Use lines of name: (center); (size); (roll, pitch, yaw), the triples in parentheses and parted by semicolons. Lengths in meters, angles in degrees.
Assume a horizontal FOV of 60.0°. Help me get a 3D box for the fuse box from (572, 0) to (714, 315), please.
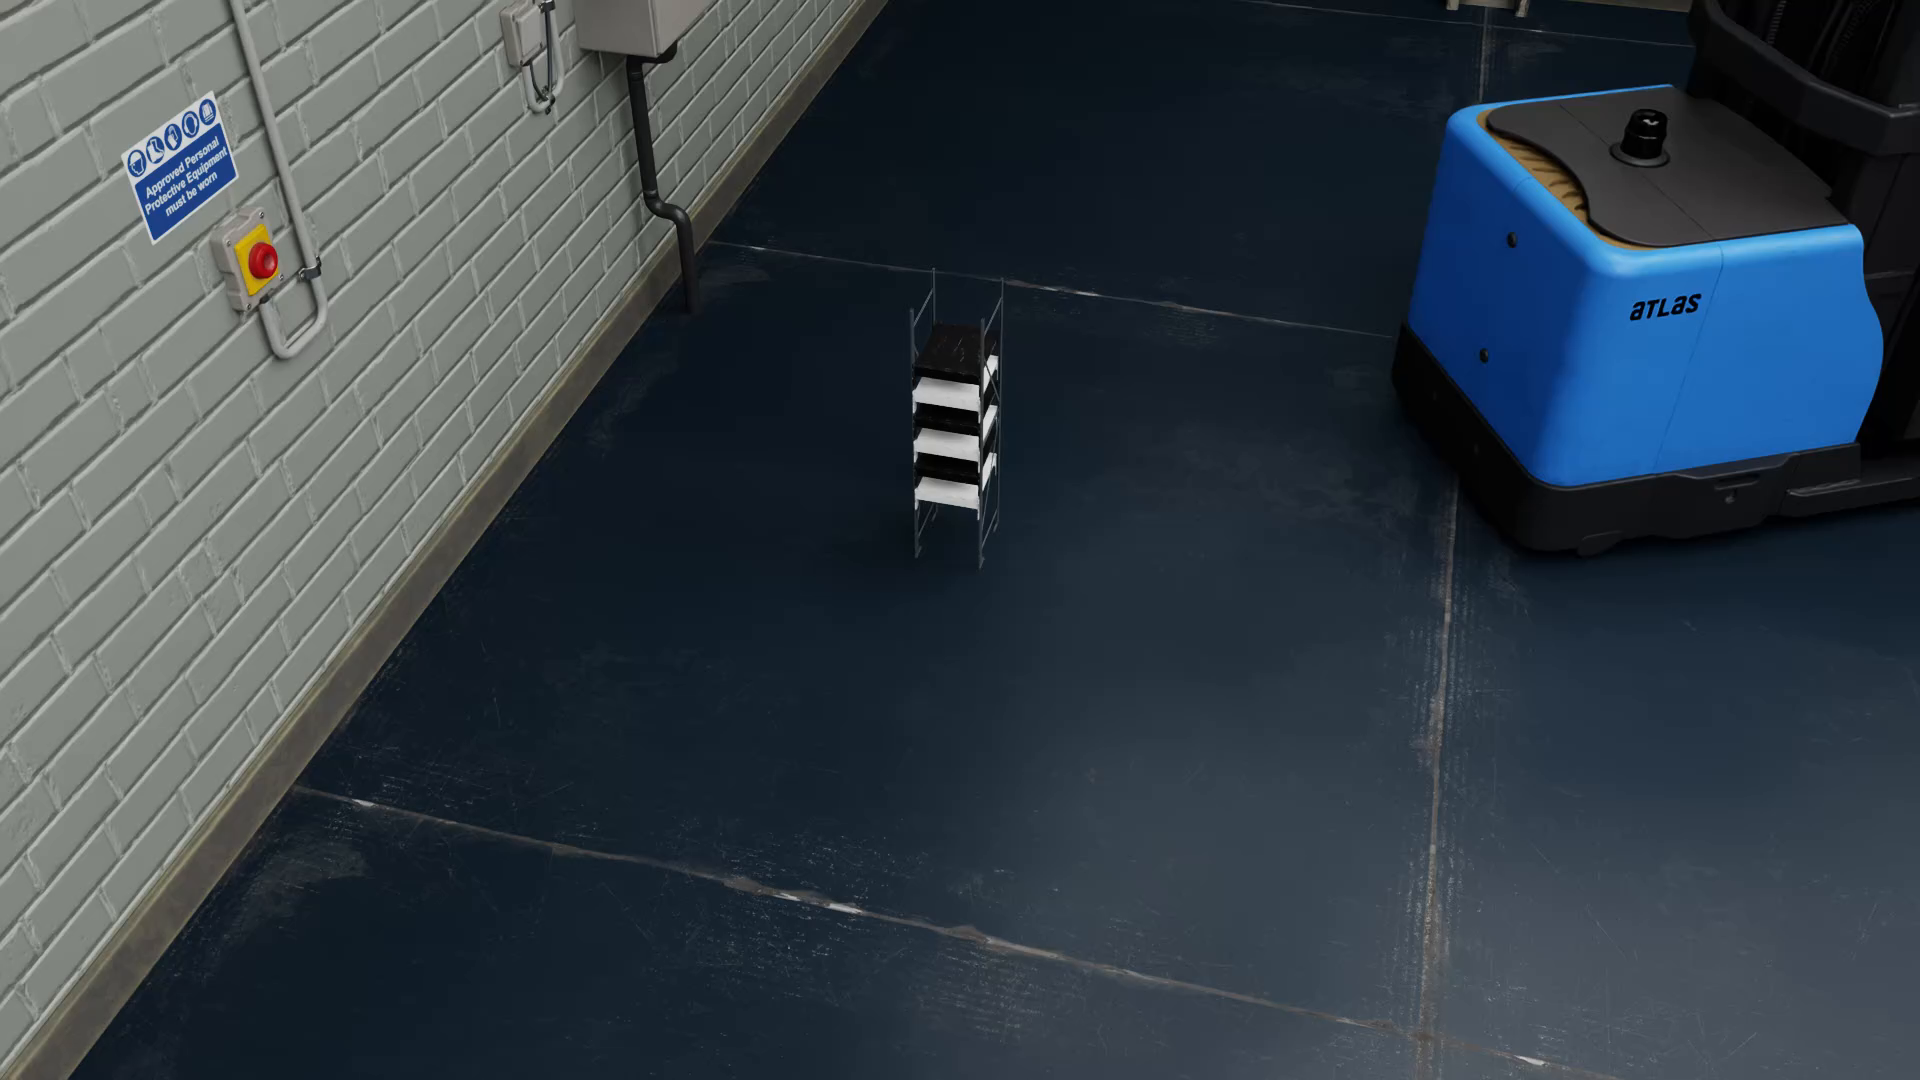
fuse box: (-0.971, -1.533, 5.745); (0.414, 1.711, 0.539); (10, 41, 11)

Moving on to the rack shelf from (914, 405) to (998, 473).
rack shelf: (-0.008, -0.320, 4.984); (0.200, 0.077, 0.258); (10, 41, 11)

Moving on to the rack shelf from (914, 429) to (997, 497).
rack shelf: (-0.008, -0.252, 5.042); (0.200, 0.077, 0.258); (10, 41, 11)

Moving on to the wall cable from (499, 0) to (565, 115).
wall cable: (-1.300, -2.018, 4.530); (0.122, 1.984, 0.588); (10, 41, 11)

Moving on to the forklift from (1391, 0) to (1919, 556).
forklift: (3.077, -1.572, 4.843); (3.031, 2.935, 1.130); (-9, 41, -10)

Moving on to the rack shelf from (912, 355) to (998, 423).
rack shelf: (-0.008, -0.458, 4.868); (0.200, 0.077, 0.258); (10, 41, 11)

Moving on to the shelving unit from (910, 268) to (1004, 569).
shelving unit: (-0.008, -0.346, 4.962); (0.210, 0.900, 0.258); (10, 41, 11)

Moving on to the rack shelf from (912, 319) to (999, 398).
rack shelf: (-0.008, -0.527, 4.810); (0.200, 0.077, 0.258); (10, 41, 11)

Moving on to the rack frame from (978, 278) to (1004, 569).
rack frame: (0.090, -0.329, 4.942); (0.006, 0.900, 0.240); (10, 41, 11)

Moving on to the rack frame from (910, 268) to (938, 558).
rack frame: (-0.106, -0.363, 4.982); (0.006, 0.900, 0.240); (10, 41, 11)

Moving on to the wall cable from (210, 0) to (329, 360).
wall cable: (-1.655, -1.147, 3.469); (0.123, 1.953, 0.585); (10, 41, 11)

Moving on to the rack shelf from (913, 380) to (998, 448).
rack shelf: (-0.008, -0.389, 4.926); (0.200, 0.077, 0.258); (10, 41, 11)

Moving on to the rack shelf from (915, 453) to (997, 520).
rack shelf: (-0.008, -0.183, 5.099); (0.200, 0.077, 0.258); (10, 41, 11)

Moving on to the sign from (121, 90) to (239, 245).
sign: (-1.727, -0.829, 3.695); (0.001, 0.218, 0.327); (10, 41, 11)
